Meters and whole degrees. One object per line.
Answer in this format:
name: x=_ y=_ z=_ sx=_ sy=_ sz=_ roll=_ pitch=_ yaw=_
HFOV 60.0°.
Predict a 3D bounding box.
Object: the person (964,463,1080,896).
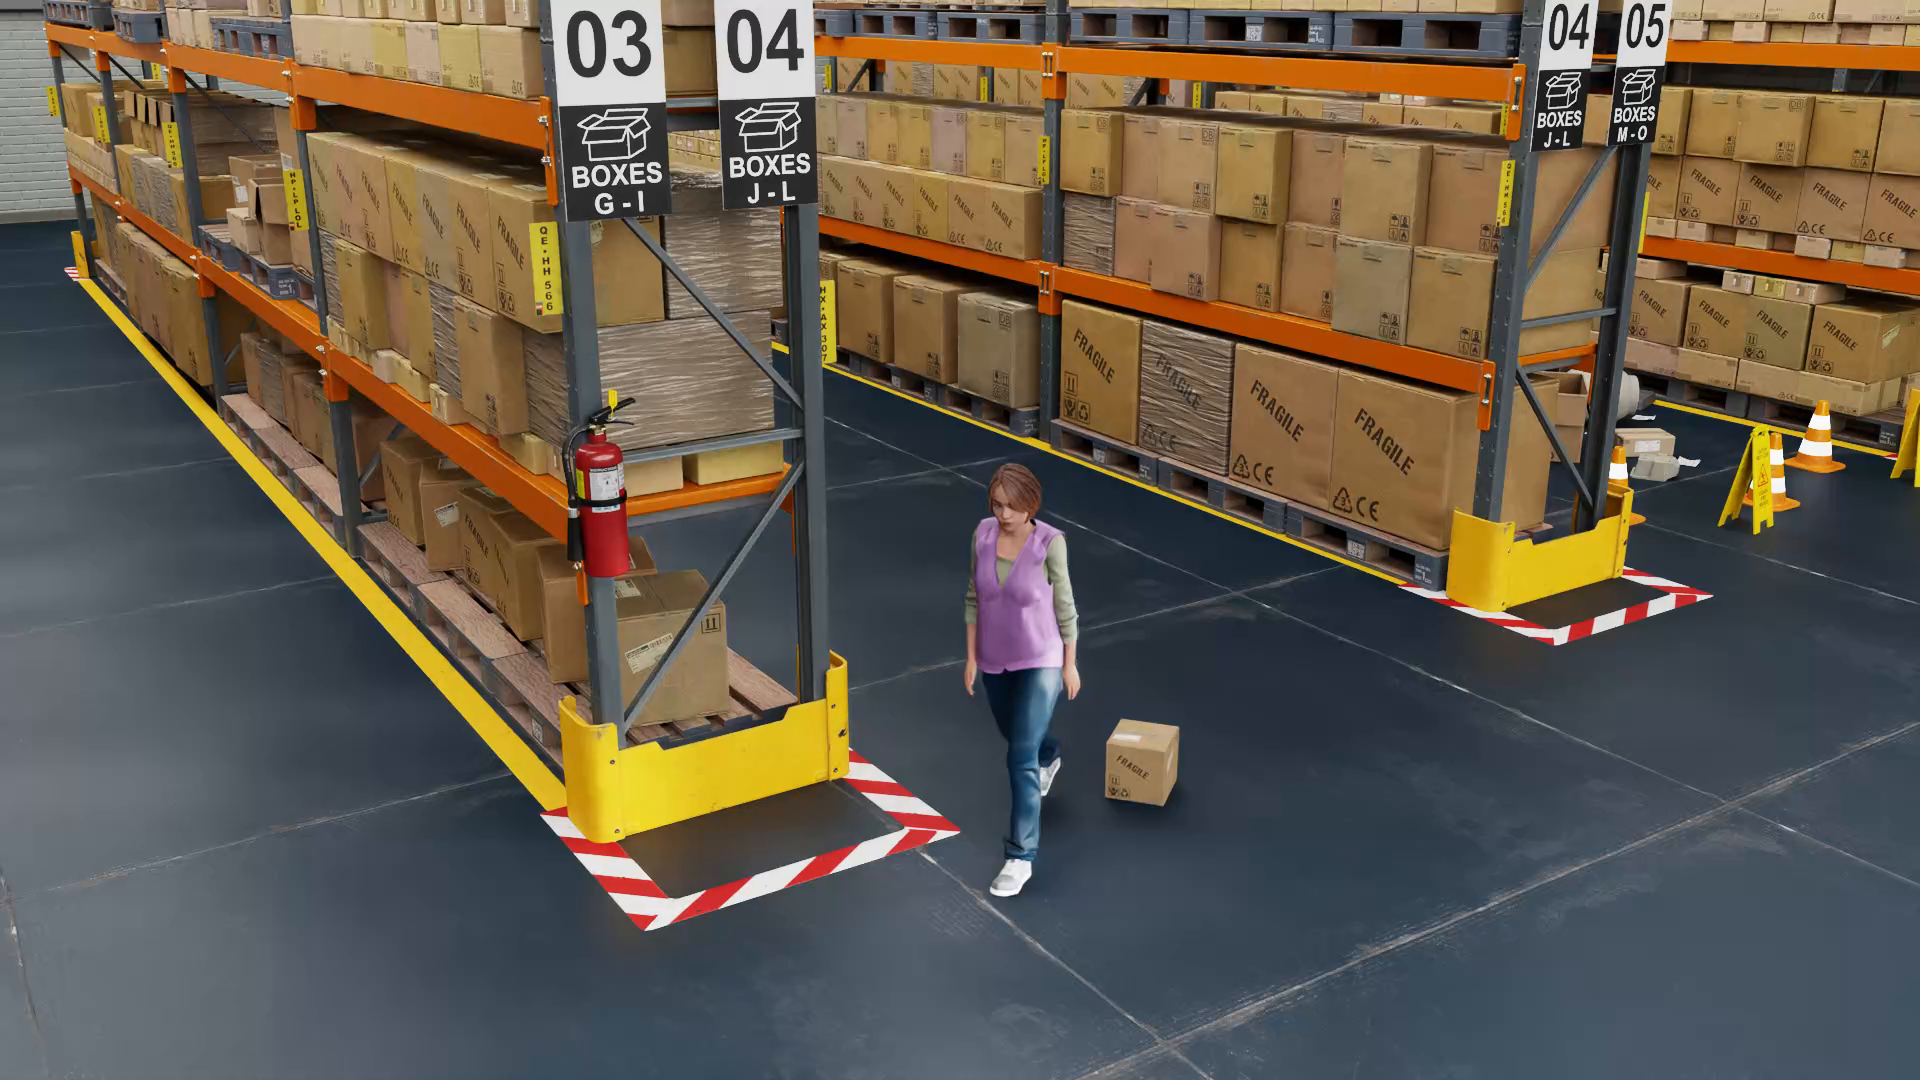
person: x=0.237 y=0.443 z=6.258 sx=0.423 sy=1.534 sz=0.932 roll=10 pitch=21 yaw=27
